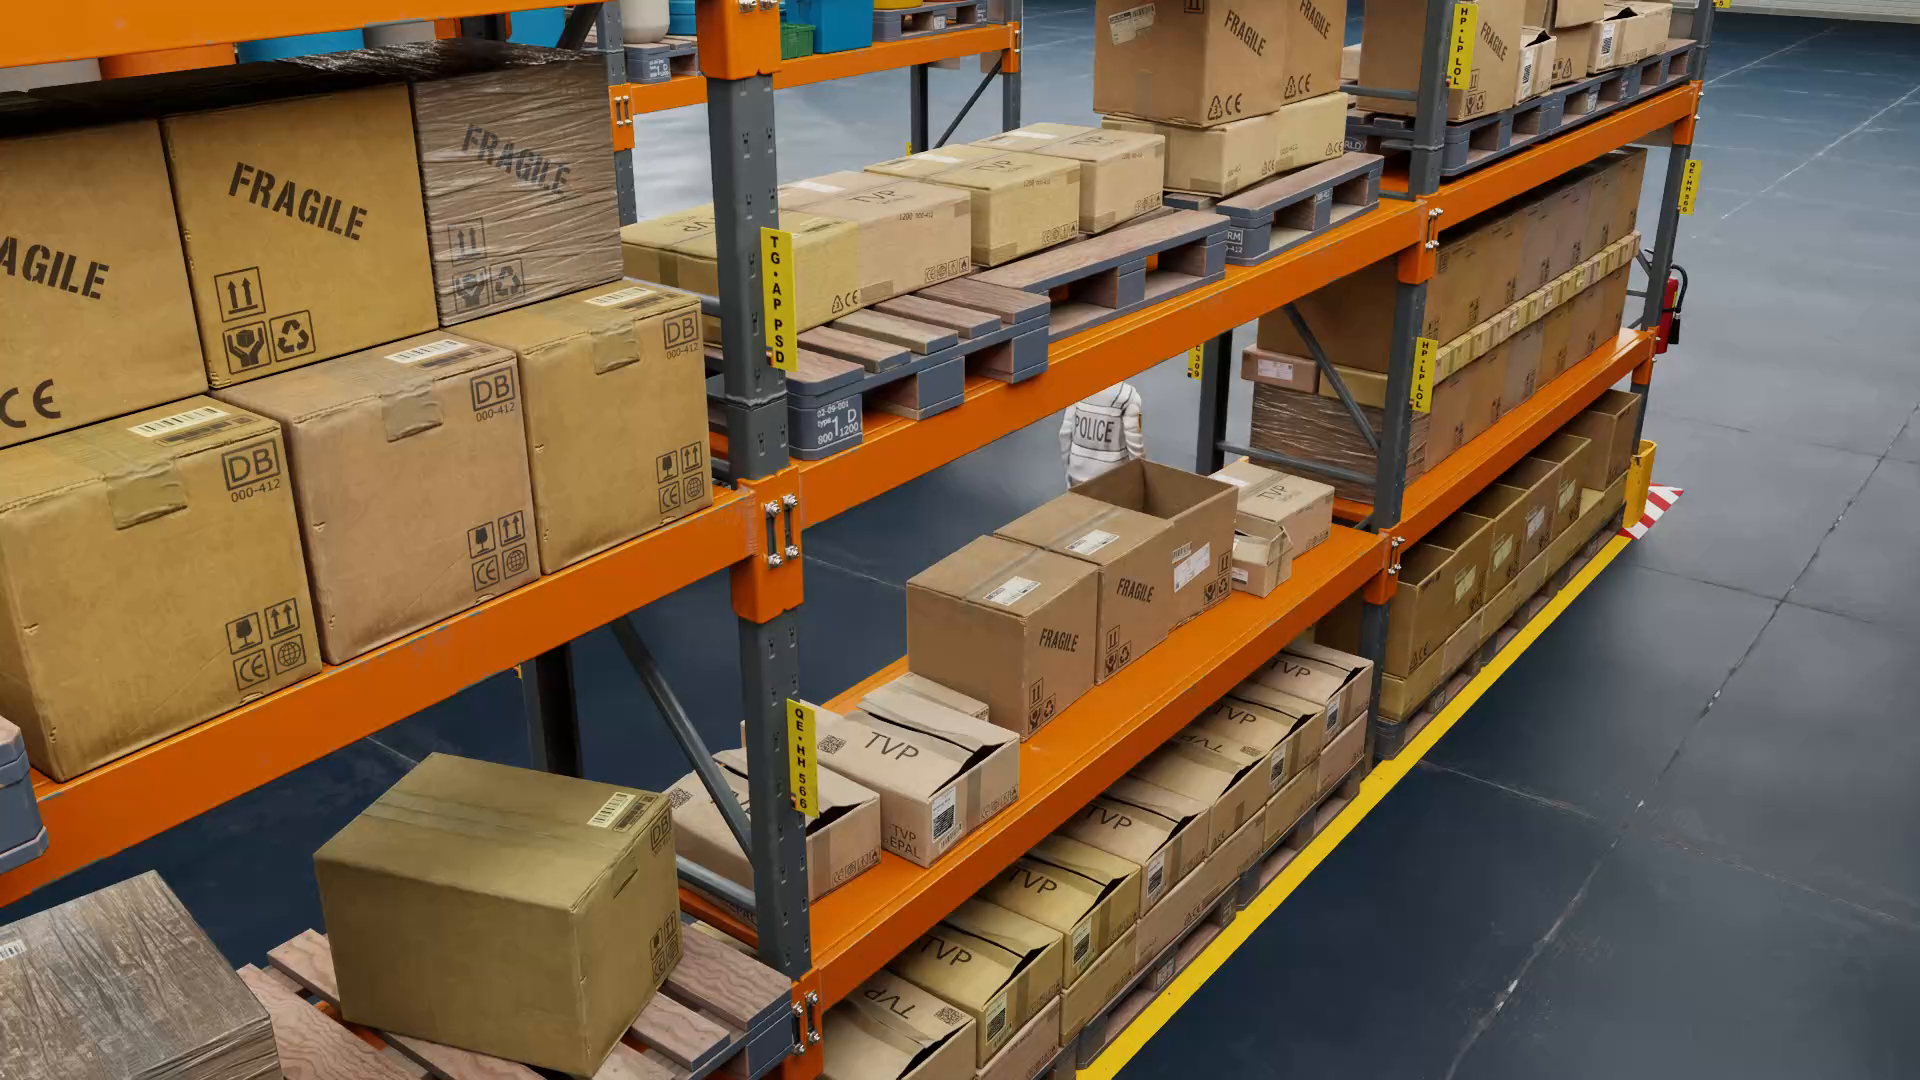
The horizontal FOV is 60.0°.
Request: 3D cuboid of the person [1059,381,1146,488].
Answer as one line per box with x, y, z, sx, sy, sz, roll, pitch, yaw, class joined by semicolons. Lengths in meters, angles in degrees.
0.824;-0.358;9.409;0.545;1.666;0.407;15;28;31;person
